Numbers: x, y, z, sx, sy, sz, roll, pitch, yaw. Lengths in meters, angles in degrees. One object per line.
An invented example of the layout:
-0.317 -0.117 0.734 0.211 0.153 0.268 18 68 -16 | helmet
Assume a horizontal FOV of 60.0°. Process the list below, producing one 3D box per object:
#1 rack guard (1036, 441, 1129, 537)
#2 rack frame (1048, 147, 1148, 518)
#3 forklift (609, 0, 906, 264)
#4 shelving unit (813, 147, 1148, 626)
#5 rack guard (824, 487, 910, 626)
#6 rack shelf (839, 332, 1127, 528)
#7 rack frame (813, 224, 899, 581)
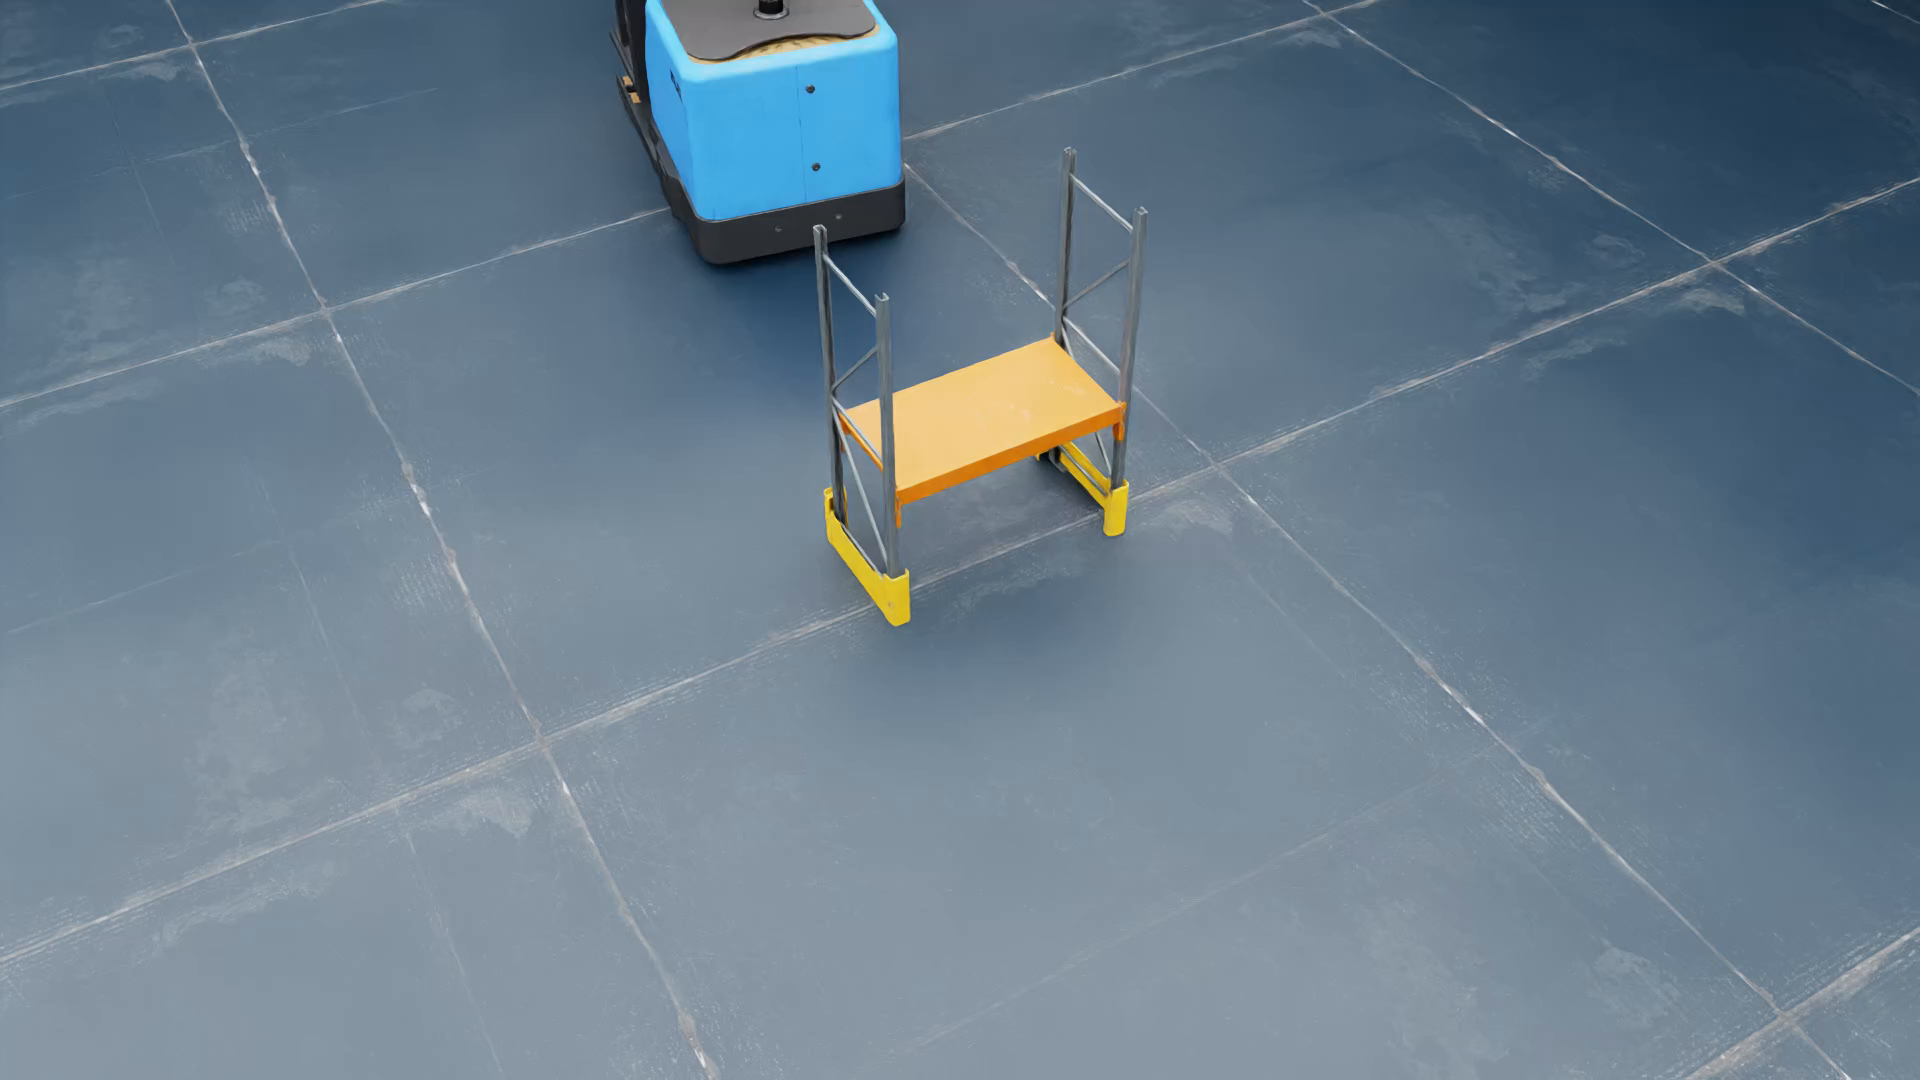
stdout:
0.498 -0.289 6.868 0.087 0.250 0.587 -22 48 -21 | rack guard
0.515 -0.744 6.440 0.032 1.500 0.500 -22 48 -21 | rack frame
-1.256 -3.424 8.174 1.130 2.935 3.031 -14 46 -14 | forklift
0.066 -0.565 6.255 1.083 1.500 0.587 -22 48 -21 | shelving unit
-0.366 0.057 6.512 0.087 0.250 0.587 -22 48 -21 | rack guard
0.074 -0.439 6.383 1.000 0.185 0.538 -22 48 -21 | rack shelf
-0.367 -0.391 6.076 0.032 1.500 0.500 -22 48 -21 | rack frame
